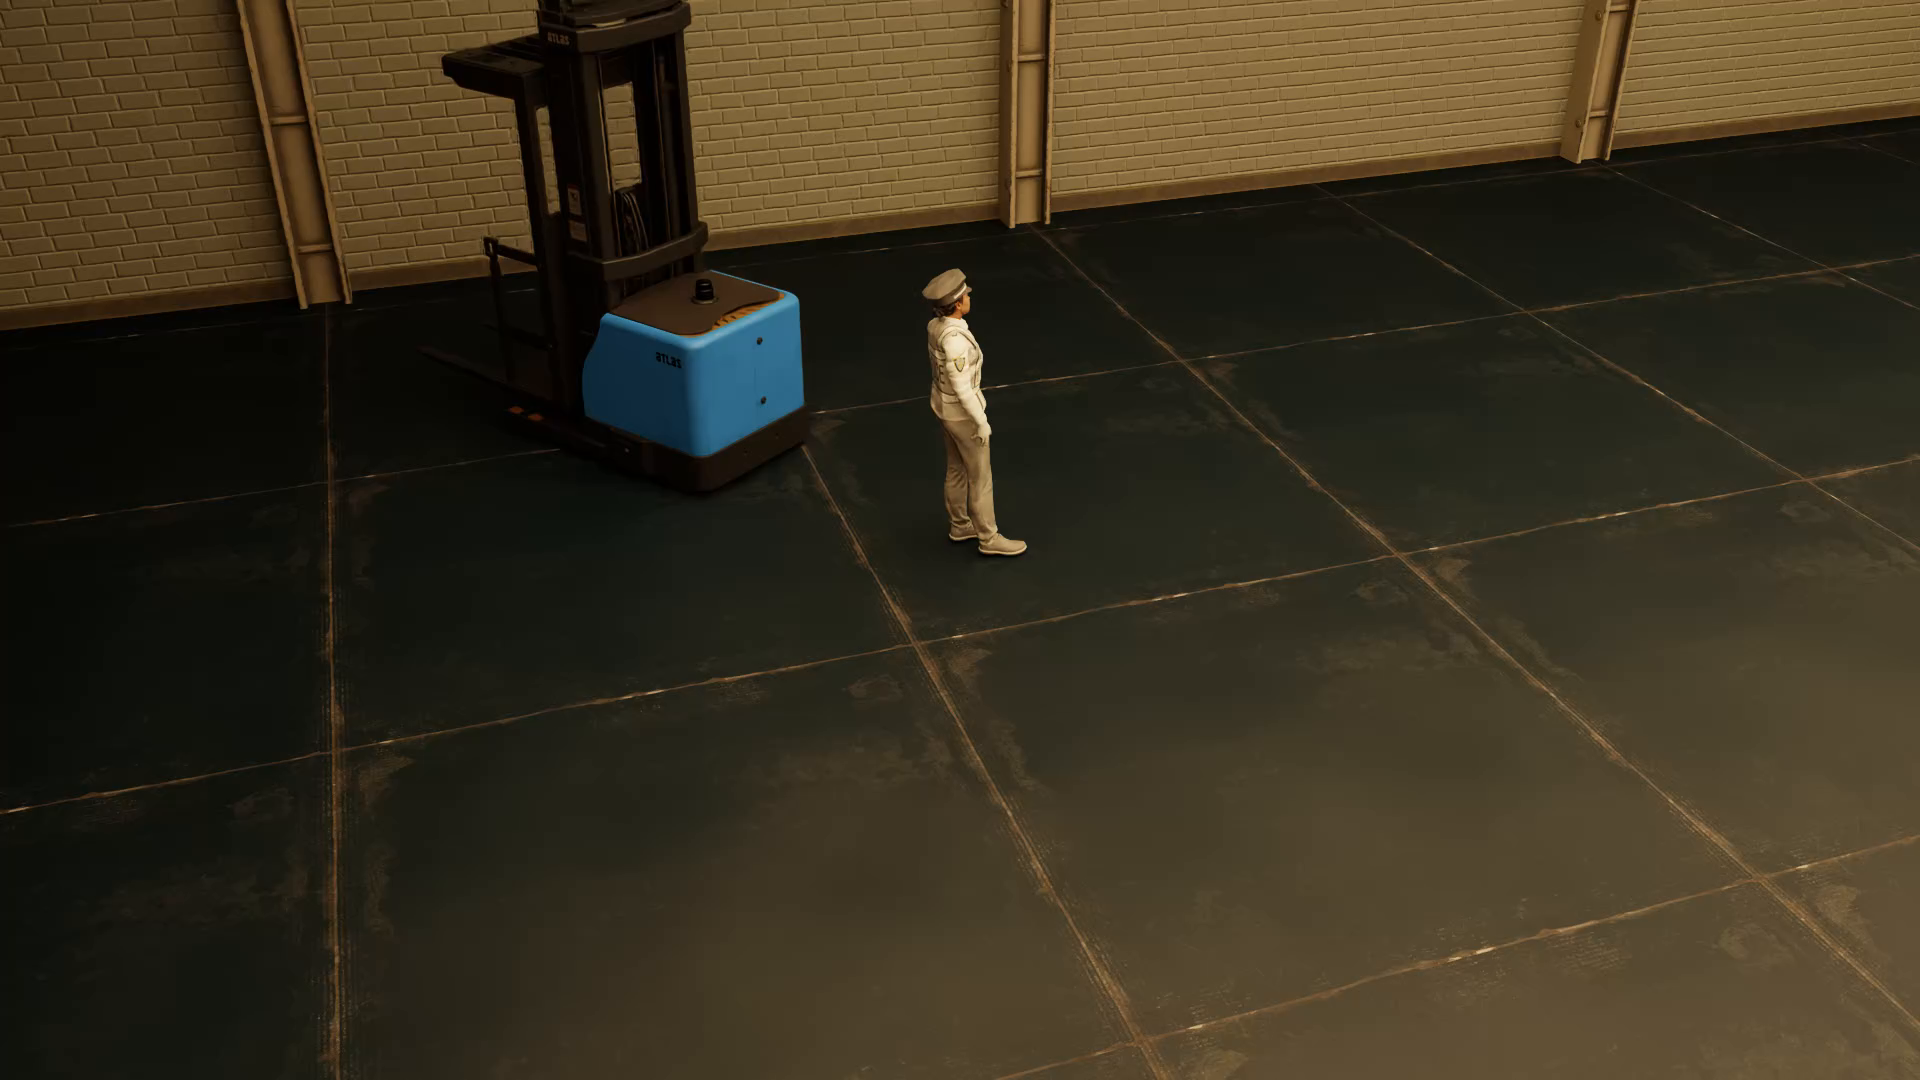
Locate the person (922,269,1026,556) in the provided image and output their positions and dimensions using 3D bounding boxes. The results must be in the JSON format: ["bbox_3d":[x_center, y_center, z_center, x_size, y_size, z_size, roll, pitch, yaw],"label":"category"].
[{"bbox_3d":[0.067,-0.749,9.613,0.531,1.695,0.588,-10,31,-16],"label":"person"}]

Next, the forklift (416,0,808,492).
[{"bbox_3d":[-2.502,-2.146,10.817,3.031,2.935,1.130,20,35,31],"label":"forklift"}]
